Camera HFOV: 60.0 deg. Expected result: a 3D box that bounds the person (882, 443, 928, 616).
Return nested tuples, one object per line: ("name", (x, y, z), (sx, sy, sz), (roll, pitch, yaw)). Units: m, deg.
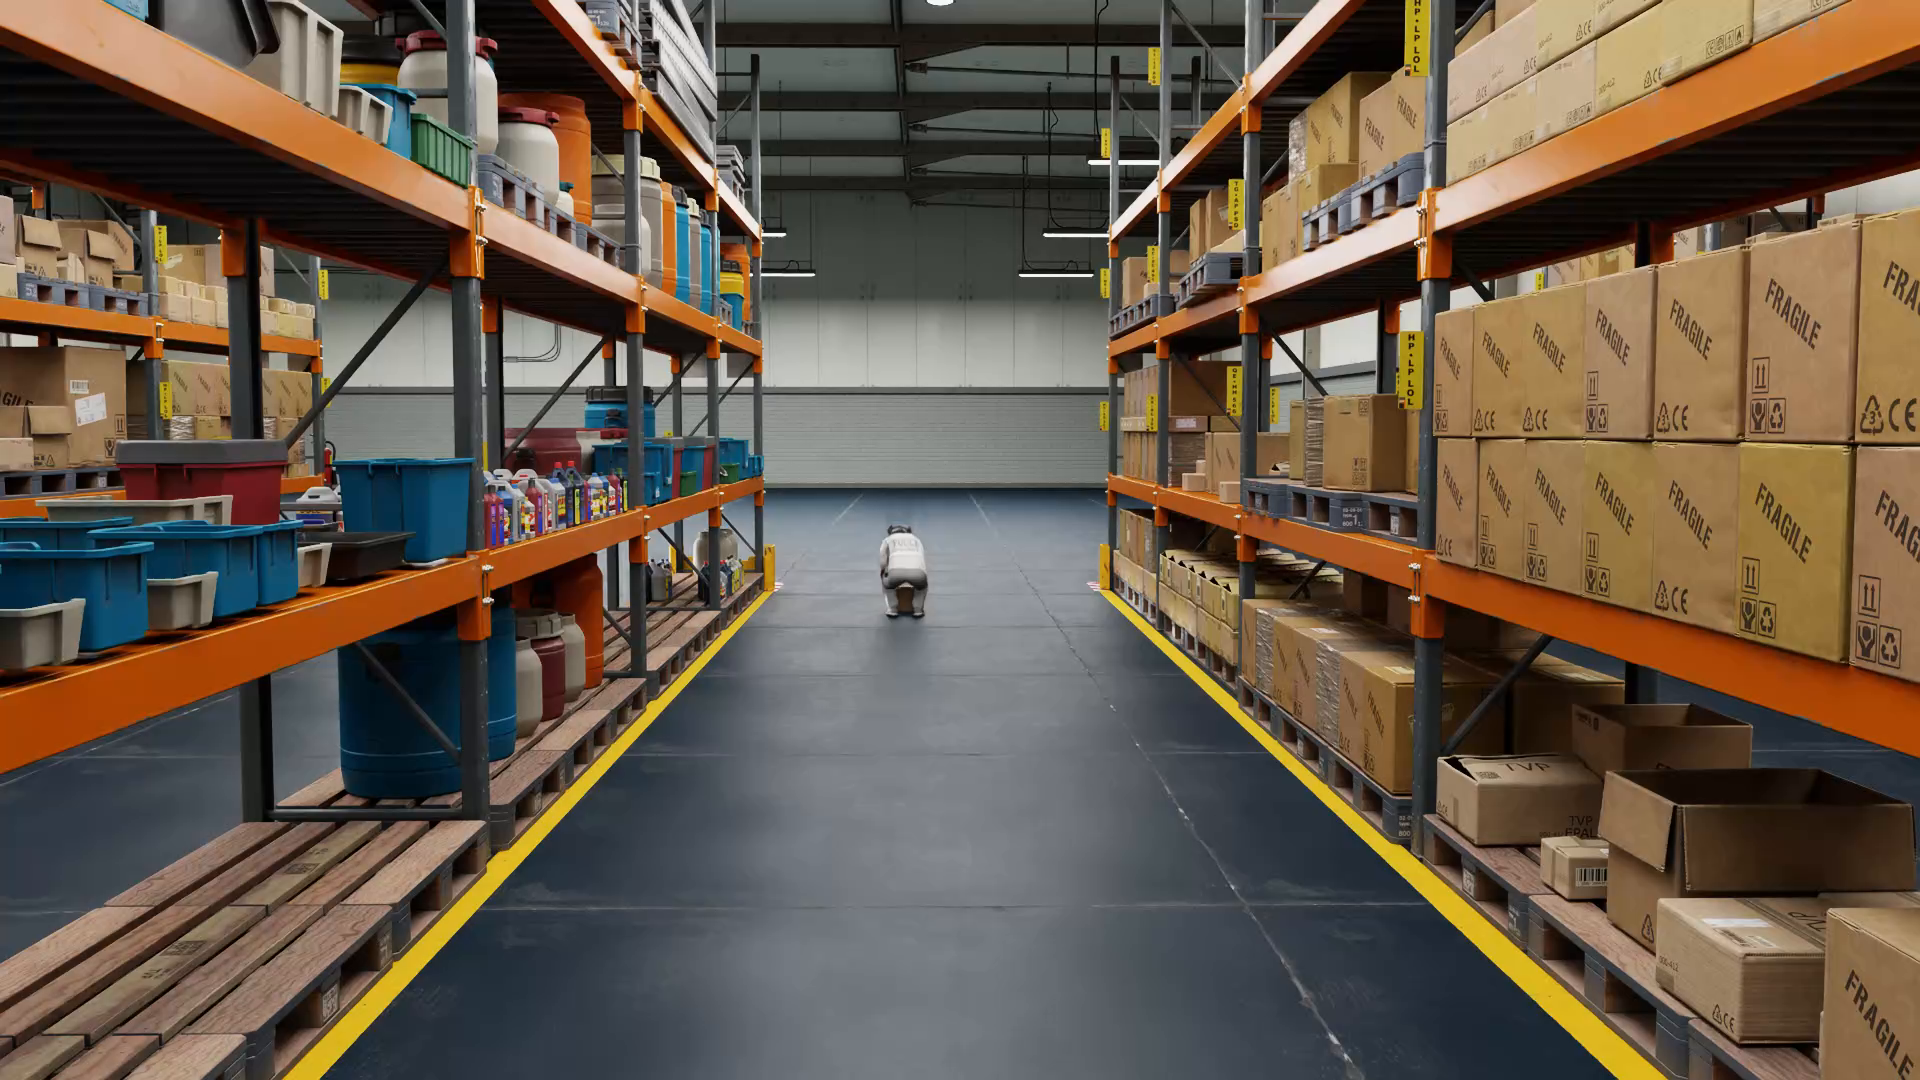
("person", (-0.539, -0.101, 16.279), (0.449, 1.688, 0.540), (0, 4, -1))
